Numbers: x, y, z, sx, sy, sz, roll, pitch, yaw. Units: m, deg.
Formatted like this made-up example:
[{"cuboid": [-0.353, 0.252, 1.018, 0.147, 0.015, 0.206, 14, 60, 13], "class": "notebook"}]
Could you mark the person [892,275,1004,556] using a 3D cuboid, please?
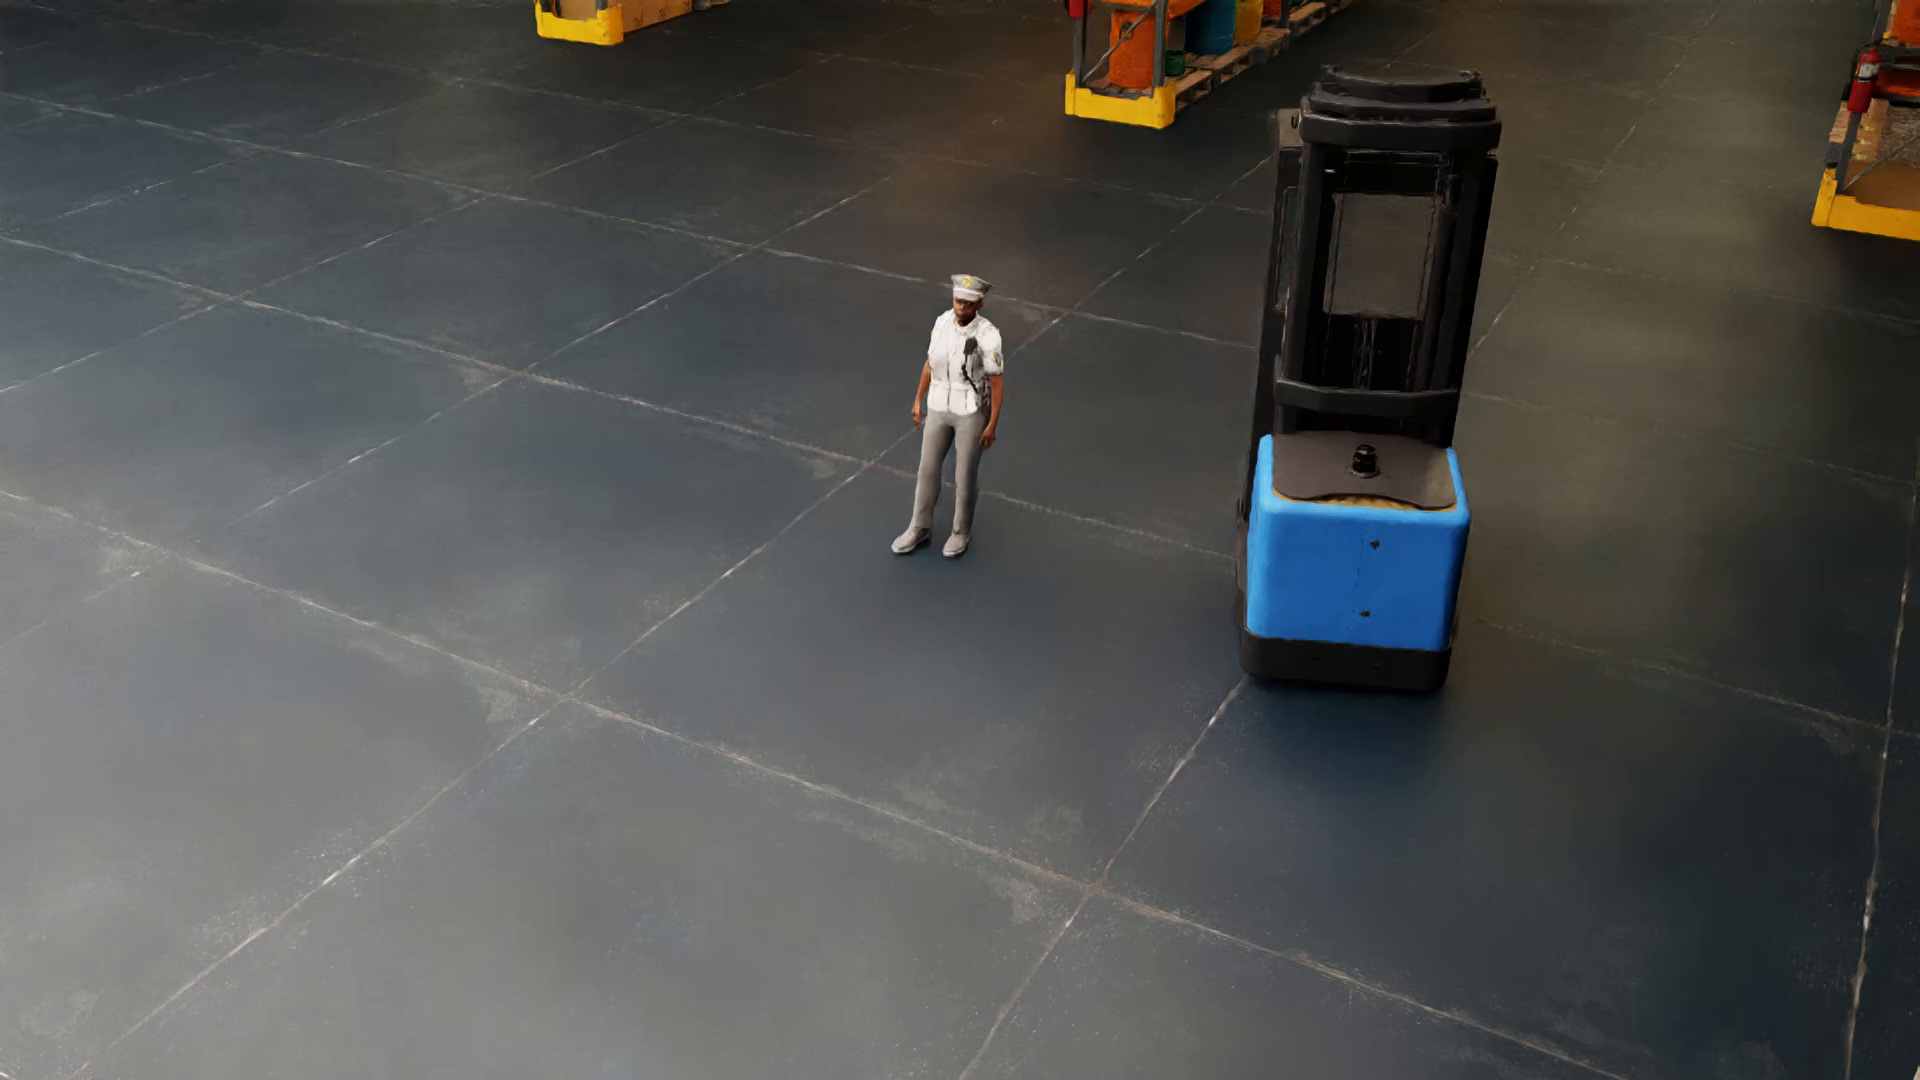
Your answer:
[{"cuboid": [-0.053, -0.713, 9.527, 0.570, 1.695, 0.530, 15, 33, 25], "class": "person"}]

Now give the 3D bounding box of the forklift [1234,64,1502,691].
[{"cuboid": [2.211, -1.216, 9.177, 1.130, 2.935, 3.031, 4, 30, 8], "class": "forklift"}]
